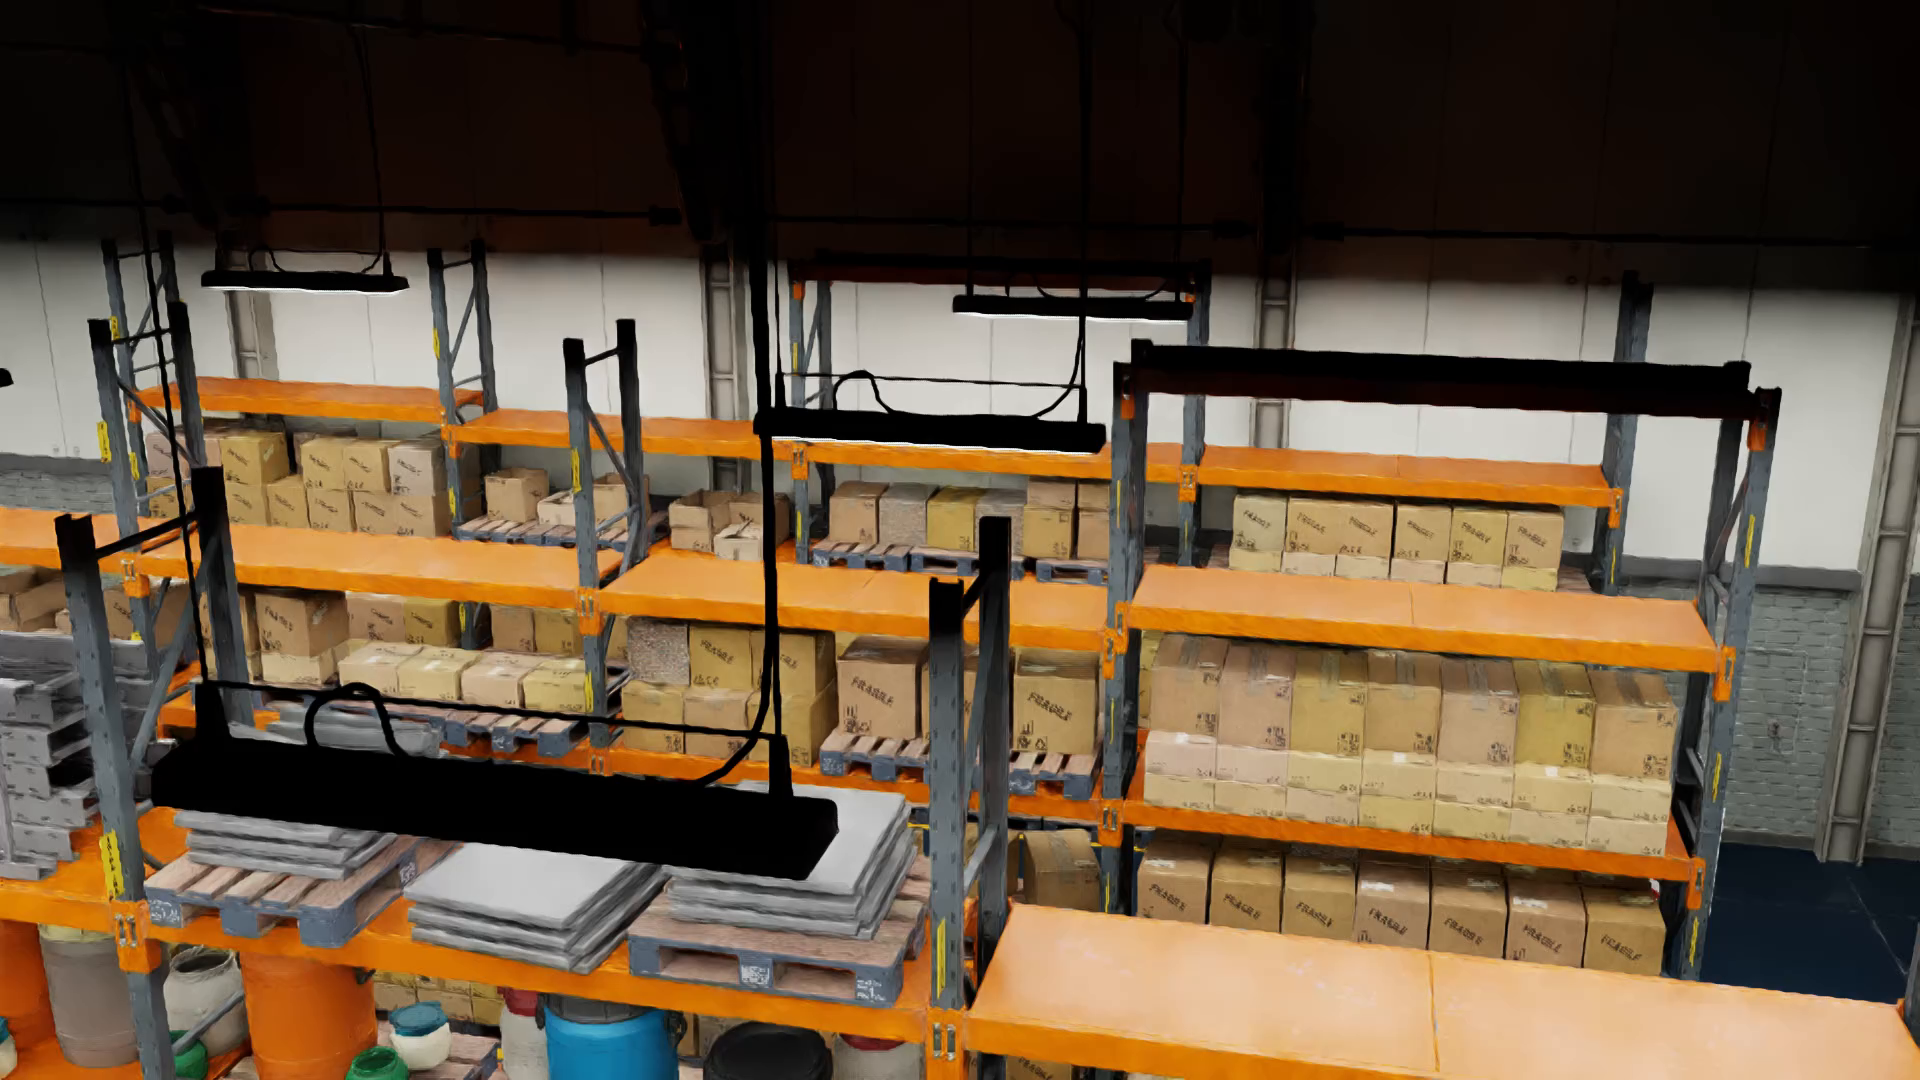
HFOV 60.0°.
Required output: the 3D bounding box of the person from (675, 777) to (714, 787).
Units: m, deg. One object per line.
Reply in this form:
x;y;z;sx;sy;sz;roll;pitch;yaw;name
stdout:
-2.692;2.547;16.650;1.116;1.640;0.547;3;17;11;person
